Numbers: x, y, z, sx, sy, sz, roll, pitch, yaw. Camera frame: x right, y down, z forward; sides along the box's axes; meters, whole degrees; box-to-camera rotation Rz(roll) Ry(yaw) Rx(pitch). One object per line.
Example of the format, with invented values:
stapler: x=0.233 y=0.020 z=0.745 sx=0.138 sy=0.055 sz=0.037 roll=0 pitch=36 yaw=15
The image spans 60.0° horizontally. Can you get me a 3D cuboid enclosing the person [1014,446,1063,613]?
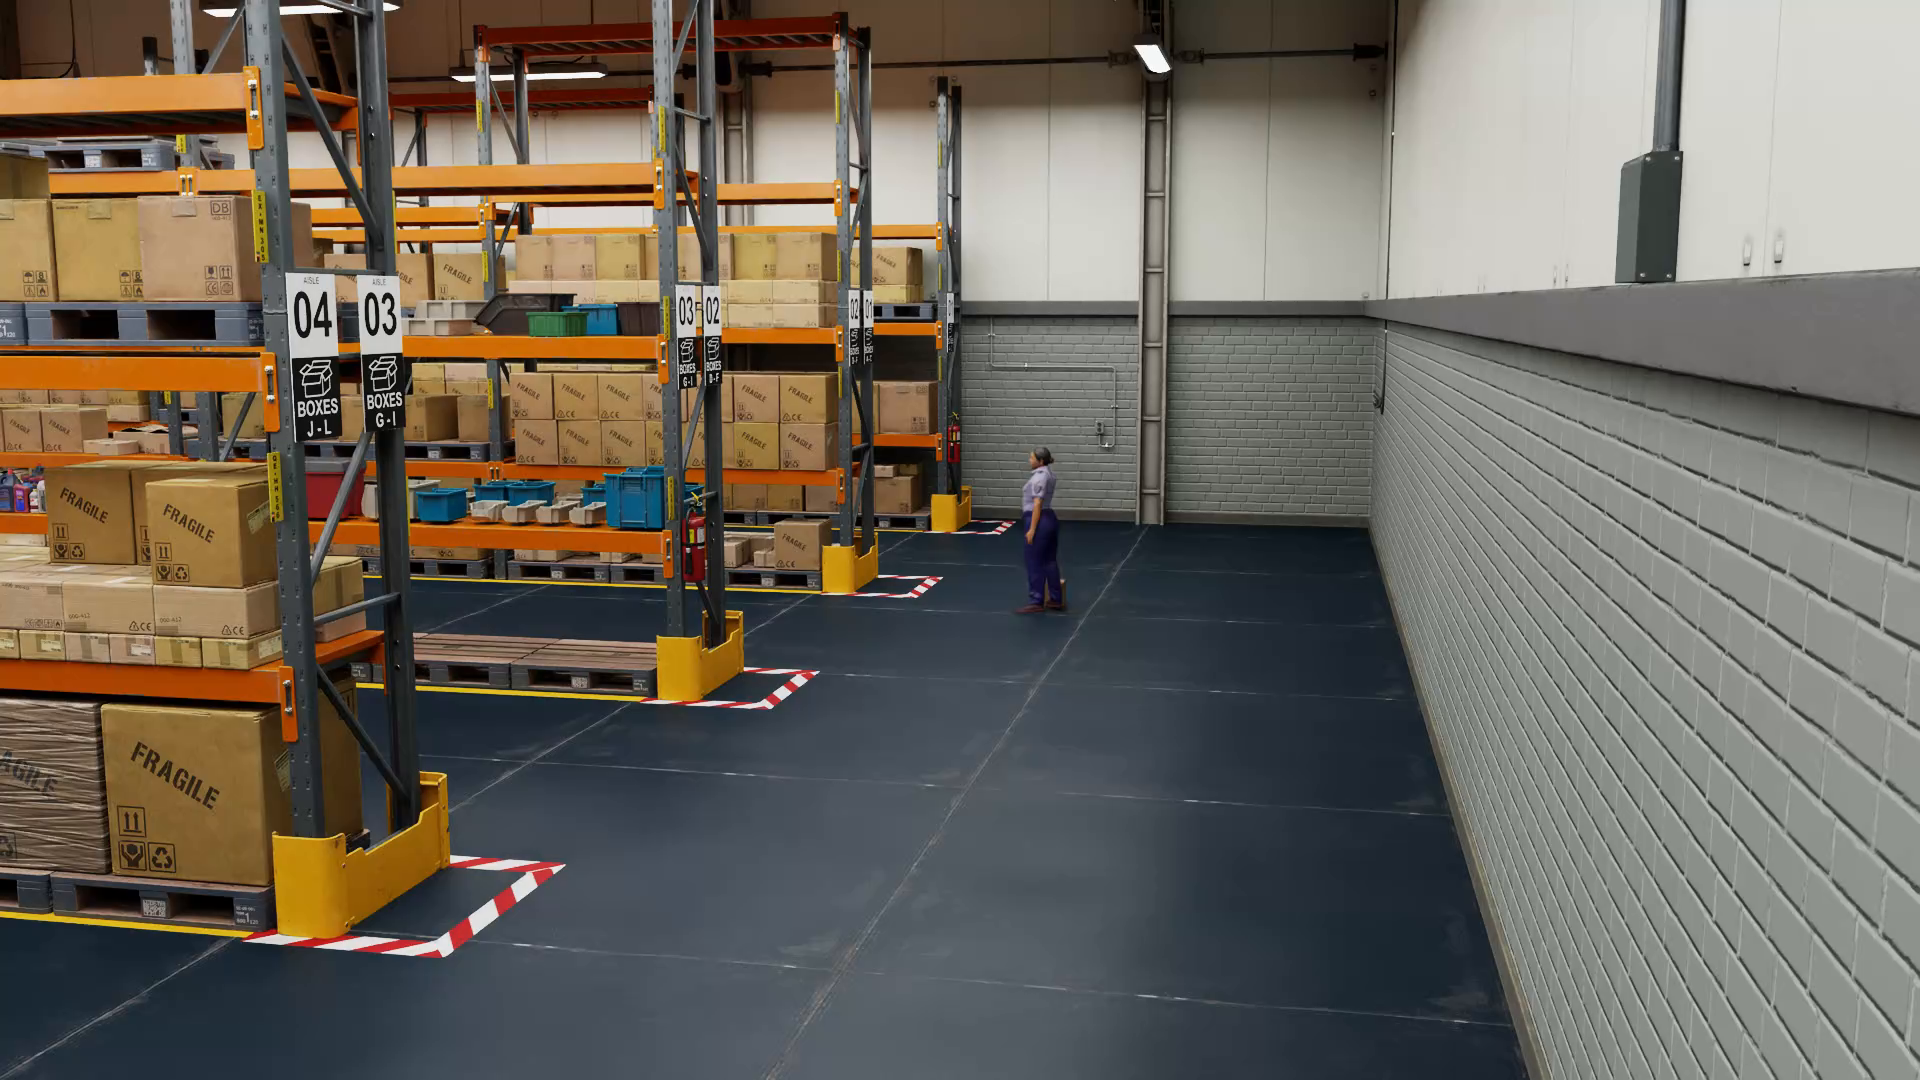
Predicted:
person: x=0.807 y=-0.111 z=16.523 sx=0.380 sy=1.654 sz=0.635 roll=3 pitch=9 yaw=23
